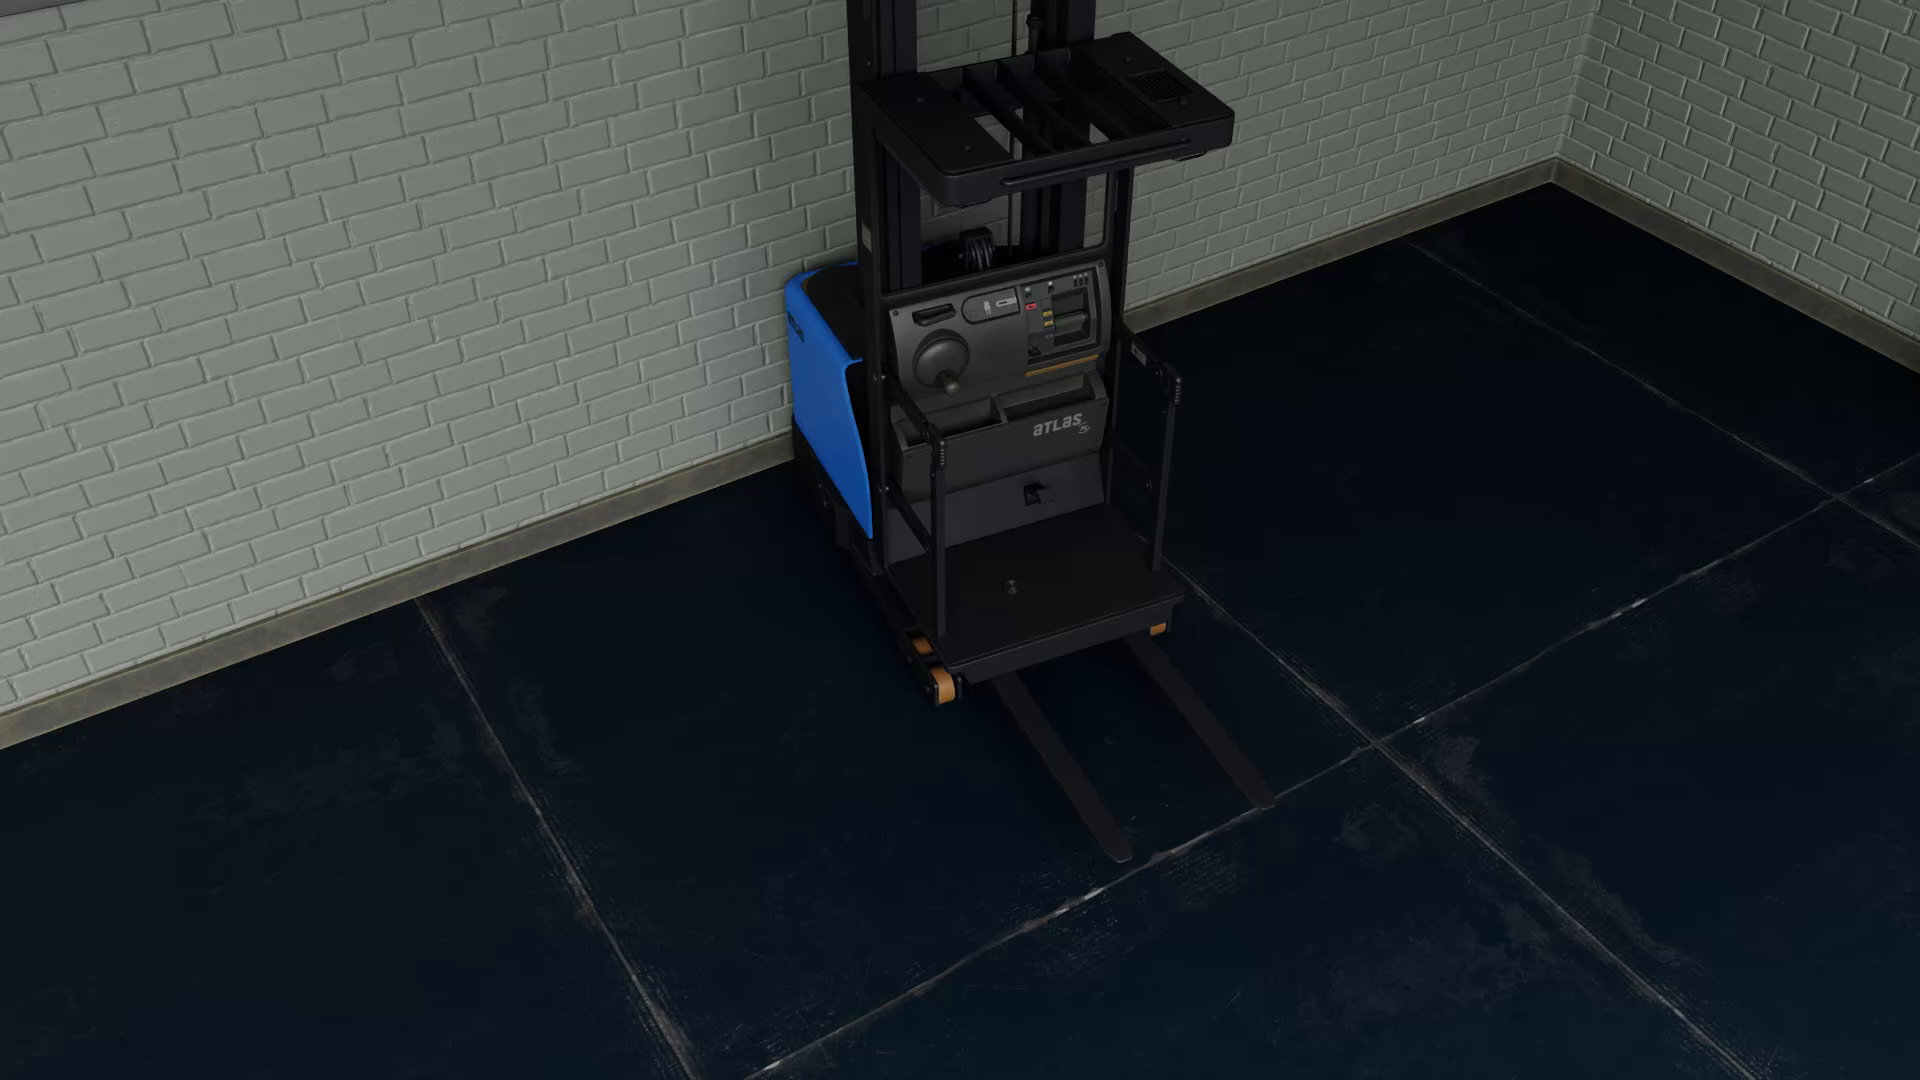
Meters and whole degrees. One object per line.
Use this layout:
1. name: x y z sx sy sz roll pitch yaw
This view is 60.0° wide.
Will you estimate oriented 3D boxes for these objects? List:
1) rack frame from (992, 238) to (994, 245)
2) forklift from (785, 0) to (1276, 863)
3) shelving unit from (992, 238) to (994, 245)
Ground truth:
1. rack frame: 0.165 -1.044 8.283 0.006 0.900 0.240 -6 40 -12
2. forklift: 0.257 -0.760 6.373 1.130 2.935 3.031 -16 42 -18
3. shelving unit: 0.263 -1.055 8.305 0.210 0.900 0.258 -6 40 -12
